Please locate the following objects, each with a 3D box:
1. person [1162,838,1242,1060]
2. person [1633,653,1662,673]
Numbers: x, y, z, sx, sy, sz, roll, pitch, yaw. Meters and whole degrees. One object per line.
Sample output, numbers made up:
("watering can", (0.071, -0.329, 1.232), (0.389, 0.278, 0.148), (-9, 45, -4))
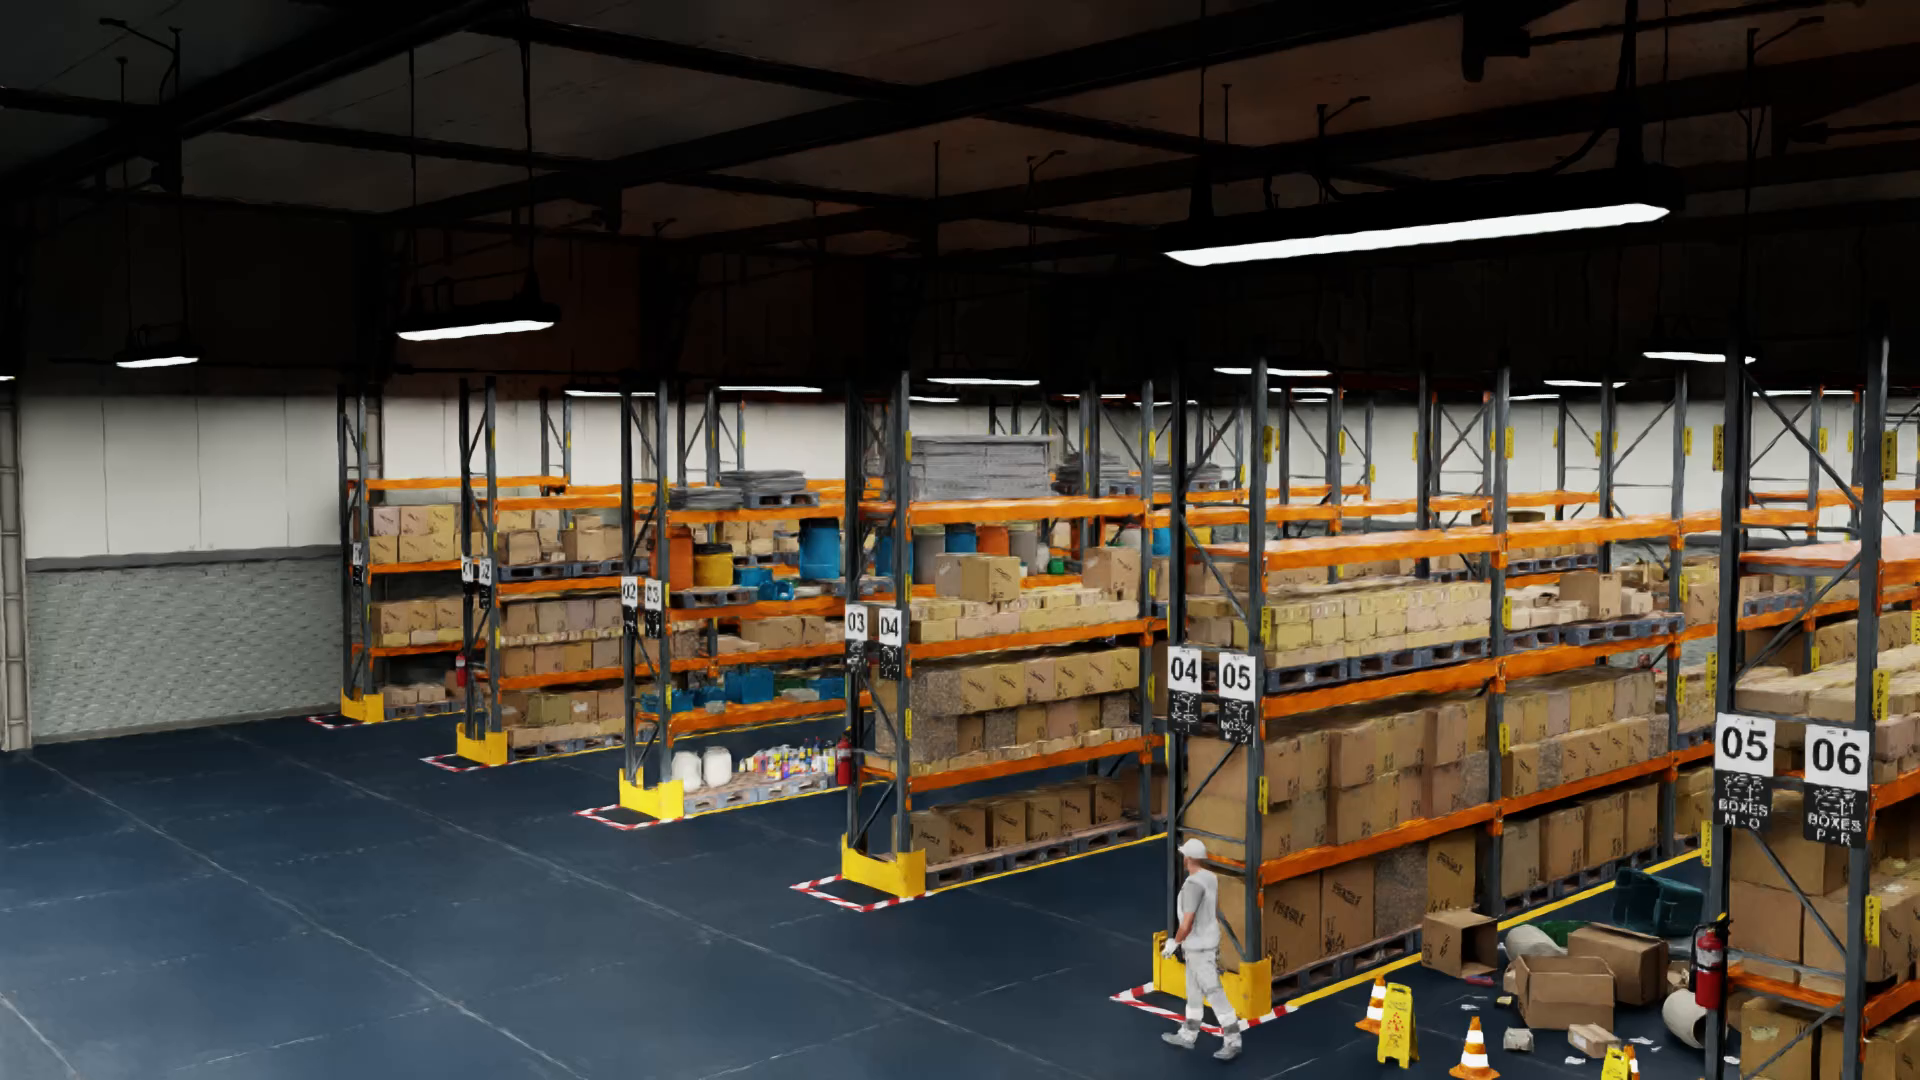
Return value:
("person", (2.010, 3.374, 13.814), (0.711, 1.785, 0.556), (1, 4, 19))
("person", (10.846, 2.607, 26.287), (0.535, 1.676, 0.682), (-4, 5, -44))
